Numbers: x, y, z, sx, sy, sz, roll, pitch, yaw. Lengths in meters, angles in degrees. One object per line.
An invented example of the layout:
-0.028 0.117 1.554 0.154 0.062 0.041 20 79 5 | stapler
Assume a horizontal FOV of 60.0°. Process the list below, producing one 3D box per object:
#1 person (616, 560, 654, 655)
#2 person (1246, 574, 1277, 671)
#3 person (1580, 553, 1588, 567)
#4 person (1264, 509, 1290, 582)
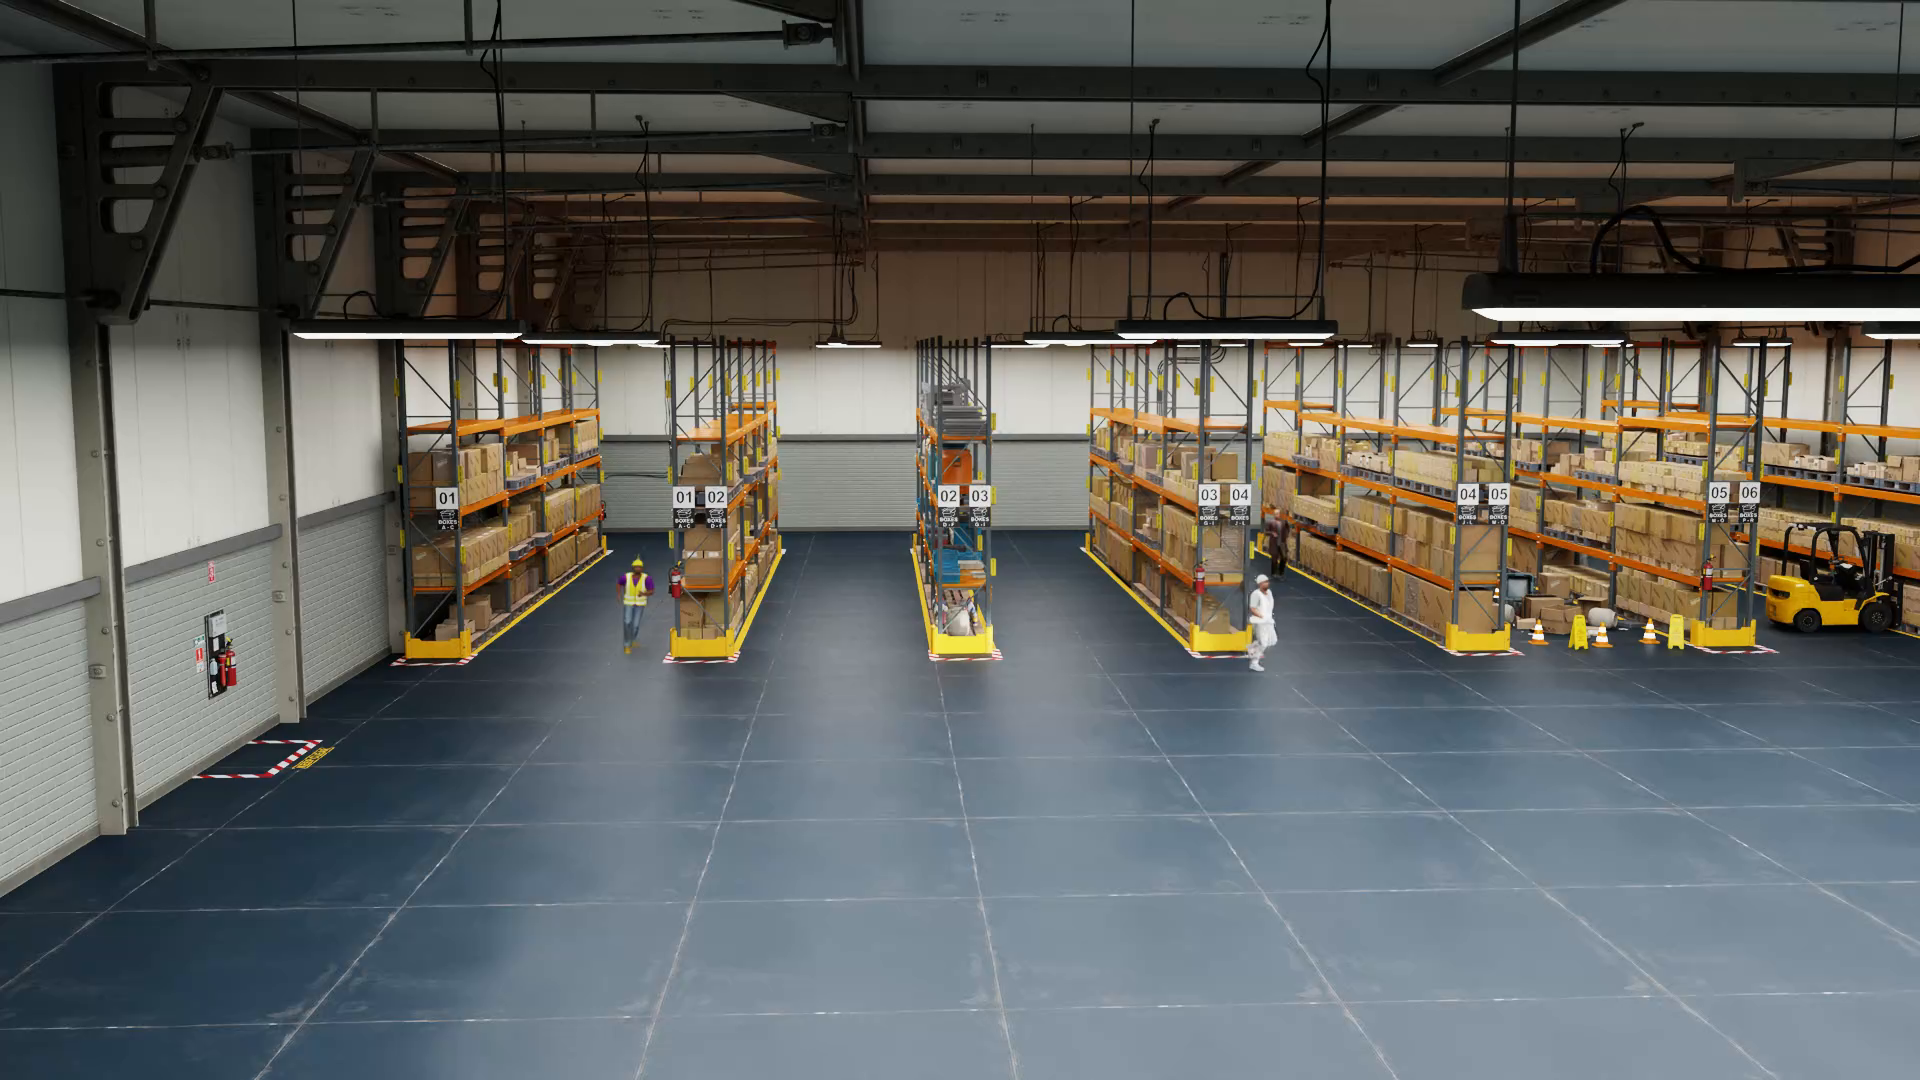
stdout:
-6.194 1.266 31.765 0.705 1.813 0.846 -2 7 -13 | person
5.435 1.475 29.894 0.663 1.735 0.721 5 8 39 | person
16.178 -0.043 43.454 0.555 1.746 0.686 -1 7 -12 | person
7.924 0.148 41.462 0.682 1.824 0.811 0 6 -1 | person
